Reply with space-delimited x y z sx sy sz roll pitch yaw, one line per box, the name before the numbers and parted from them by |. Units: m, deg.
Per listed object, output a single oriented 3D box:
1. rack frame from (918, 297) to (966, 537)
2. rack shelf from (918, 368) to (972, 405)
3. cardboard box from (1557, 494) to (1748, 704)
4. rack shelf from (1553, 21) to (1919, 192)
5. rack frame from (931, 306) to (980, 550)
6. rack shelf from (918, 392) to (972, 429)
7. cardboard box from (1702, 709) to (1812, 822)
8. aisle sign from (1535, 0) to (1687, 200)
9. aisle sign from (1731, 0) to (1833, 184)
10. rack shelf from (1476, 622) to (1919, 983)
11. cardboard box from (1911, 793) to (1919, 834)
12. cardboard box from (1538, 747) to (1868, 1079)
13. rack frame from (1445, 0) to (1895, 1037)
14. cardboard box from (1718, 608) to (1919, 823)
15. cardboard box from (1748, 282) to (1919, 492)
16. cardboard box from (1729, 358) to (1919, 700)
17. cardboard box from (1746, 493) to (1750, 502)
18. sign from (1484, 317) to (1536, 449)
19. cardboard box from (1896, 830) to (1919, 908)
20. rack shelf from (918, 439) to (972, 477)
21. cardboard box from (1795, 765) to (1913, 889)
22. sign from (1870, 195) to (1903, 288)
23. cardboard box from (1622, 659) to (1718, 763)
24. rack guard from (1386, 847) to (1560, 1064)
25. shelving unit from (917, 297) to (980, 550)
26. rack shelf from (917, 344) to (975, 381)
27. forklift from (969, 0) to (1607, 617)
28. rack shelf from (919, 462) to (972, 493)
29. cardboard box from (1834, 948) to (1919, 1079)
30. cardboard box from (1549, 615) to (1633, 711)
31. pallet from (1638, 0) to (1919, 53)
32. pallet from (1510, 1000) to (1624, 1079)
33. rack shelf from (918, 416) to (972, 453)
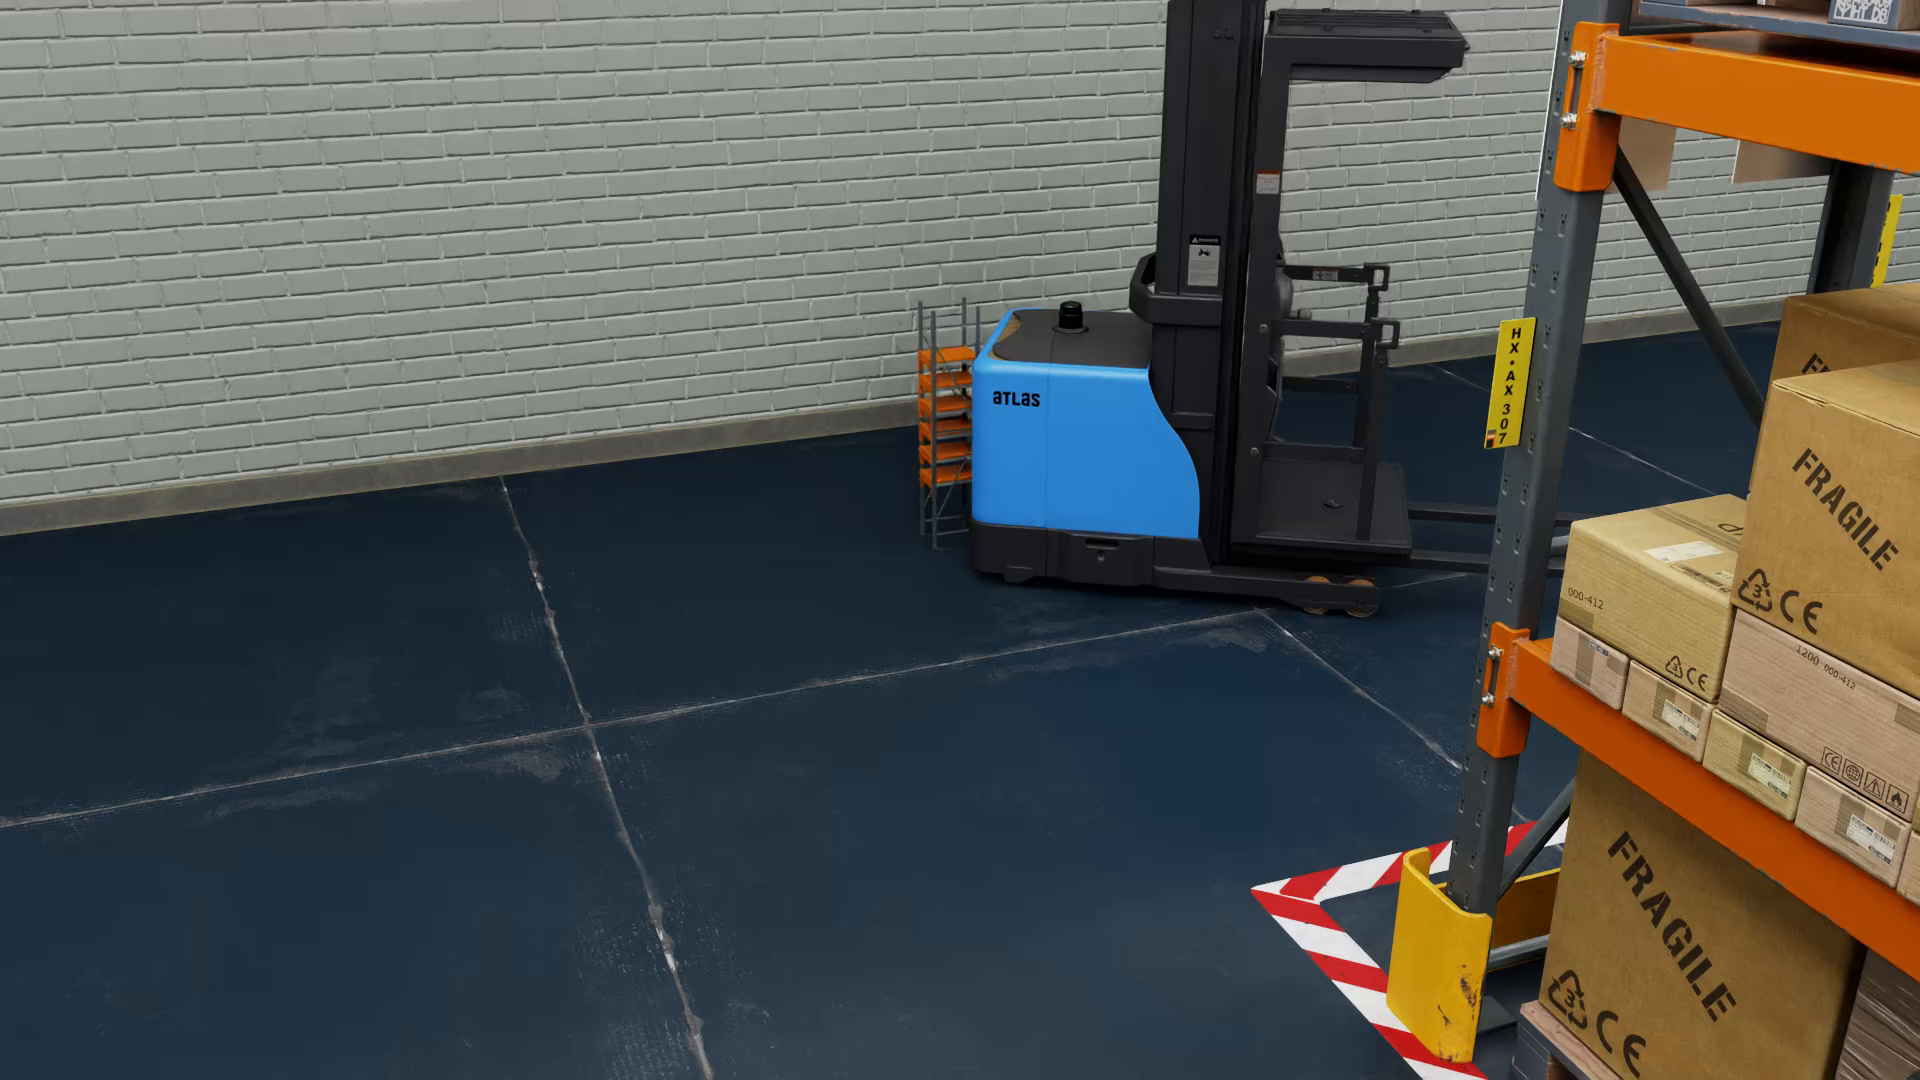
rack frame | -0.083 -0.586 8.095 0.240 1.200 0.006 -8 24 -18
rack shelf | -0.051 -0.733 7.940 0.258 0.103 0.180 -8 24 -18
cardboard box | 1.787 0.122 3.908 0.500 0.250 0.500 -9 24 -20
rack shelf | 2.576 -0.345 2.271 1.077 0.370 4.000 -8 24 -19
rack frame | -0.020 -0.519 7.937 0.240 1.200 0.006 -8 24 -18
rack shelf | -0.051 -0.622 7.987 0.258 0.103 0.180 -8 24 -18
cardboard box | 1.869 0.455 3.632 0.380 0.149 0.250 -9 24 -20
aisle sign | 1.564 -1.204 3.898 0.394 0.787 0.004 -8 24 -19
aisle sign | 2.125 -1.286 4.093 0.394 0.787 0.004 -8 24 -19
rack shelf | 2.576 1.037 2.854 1.077 0.370 4.000 -8 24 -19
cardboard box | 2.151 0.493 3.028 0.500 0.250 0.500 -9 25 -21
cardboard box | 2.171 0.986 4.244 0.875 0.875 0.875 -8 24 -19
rack frame | 1.870 -0.021 4.438 1.000 3.000 0.127 -8 24 -19
cardboard box | 1.977 0.310 3.462 0.500 0.250 0.500 -9 24 -20
cardboard box | 2.288 -0.294 3.930 0.500 0.500 0.500 -8 24 -18
cardboard box | 1.964 -0.042 3.331 0.500 0.500 0.500 -9 24 -20
cardboard box | 2.289 0.050 4.078 0.500 0.250 0.500 -9 24 -20
sign | 1.349 -0.383 4.079 0.100 0.325 0.005 -8 24 -19
cardboard box | 2.051 0.642 3.188 0.380 0.149 0.250 -9 24 -20
rack shelf | -0.051 -0.401 8.080 0.258 0.103 0.180 -8 24 -18
cardboard box | 1.963 0.549 3.408 0.380 0.149 0.250 -9 24 -20
sign | 2.382 -0.733 4.332 0.100 0.325 0.005 -8 24 -19
cardboard box | 1.779 0.362 3.853 0.380 0.149 0.250 -9 24 -20
rack guard | 1.861 1.122 4.945 1.175 0.500 0.348 -8 24 -19
shelving unit | -0.051 -0.552 8.016 0.258 1.200 0.189 -8 24 -18
rack shelf | -0.051 -0.843 7.893 0.258 0.103 0.180 -8 24 -18
forklift | 1.609 -1.230 7.393 3.031 2.935 1.130 4 23 10
rack shelf | -0.051 -0.290 8.126 0.258 0.103 0.180 -8 24 -18
cardboard box | 2.492 1.317 3.459 0.875 0.875 0.875 -8 24 -19
cardboard box | 1.687 0.269 4.074 0.380 0.149 0.250 -8 24 -18
pallet | 2.142 -1.095 3.237 1.003 0.211 1.213 -8 24 -19
pallet | 2.226 1.544 4.316 1.003 0.211 1.213 -8 24 -19
rack shelf | -0.051 -0.512 8.033 0.258 0.103 0.180 -8 24 -18
